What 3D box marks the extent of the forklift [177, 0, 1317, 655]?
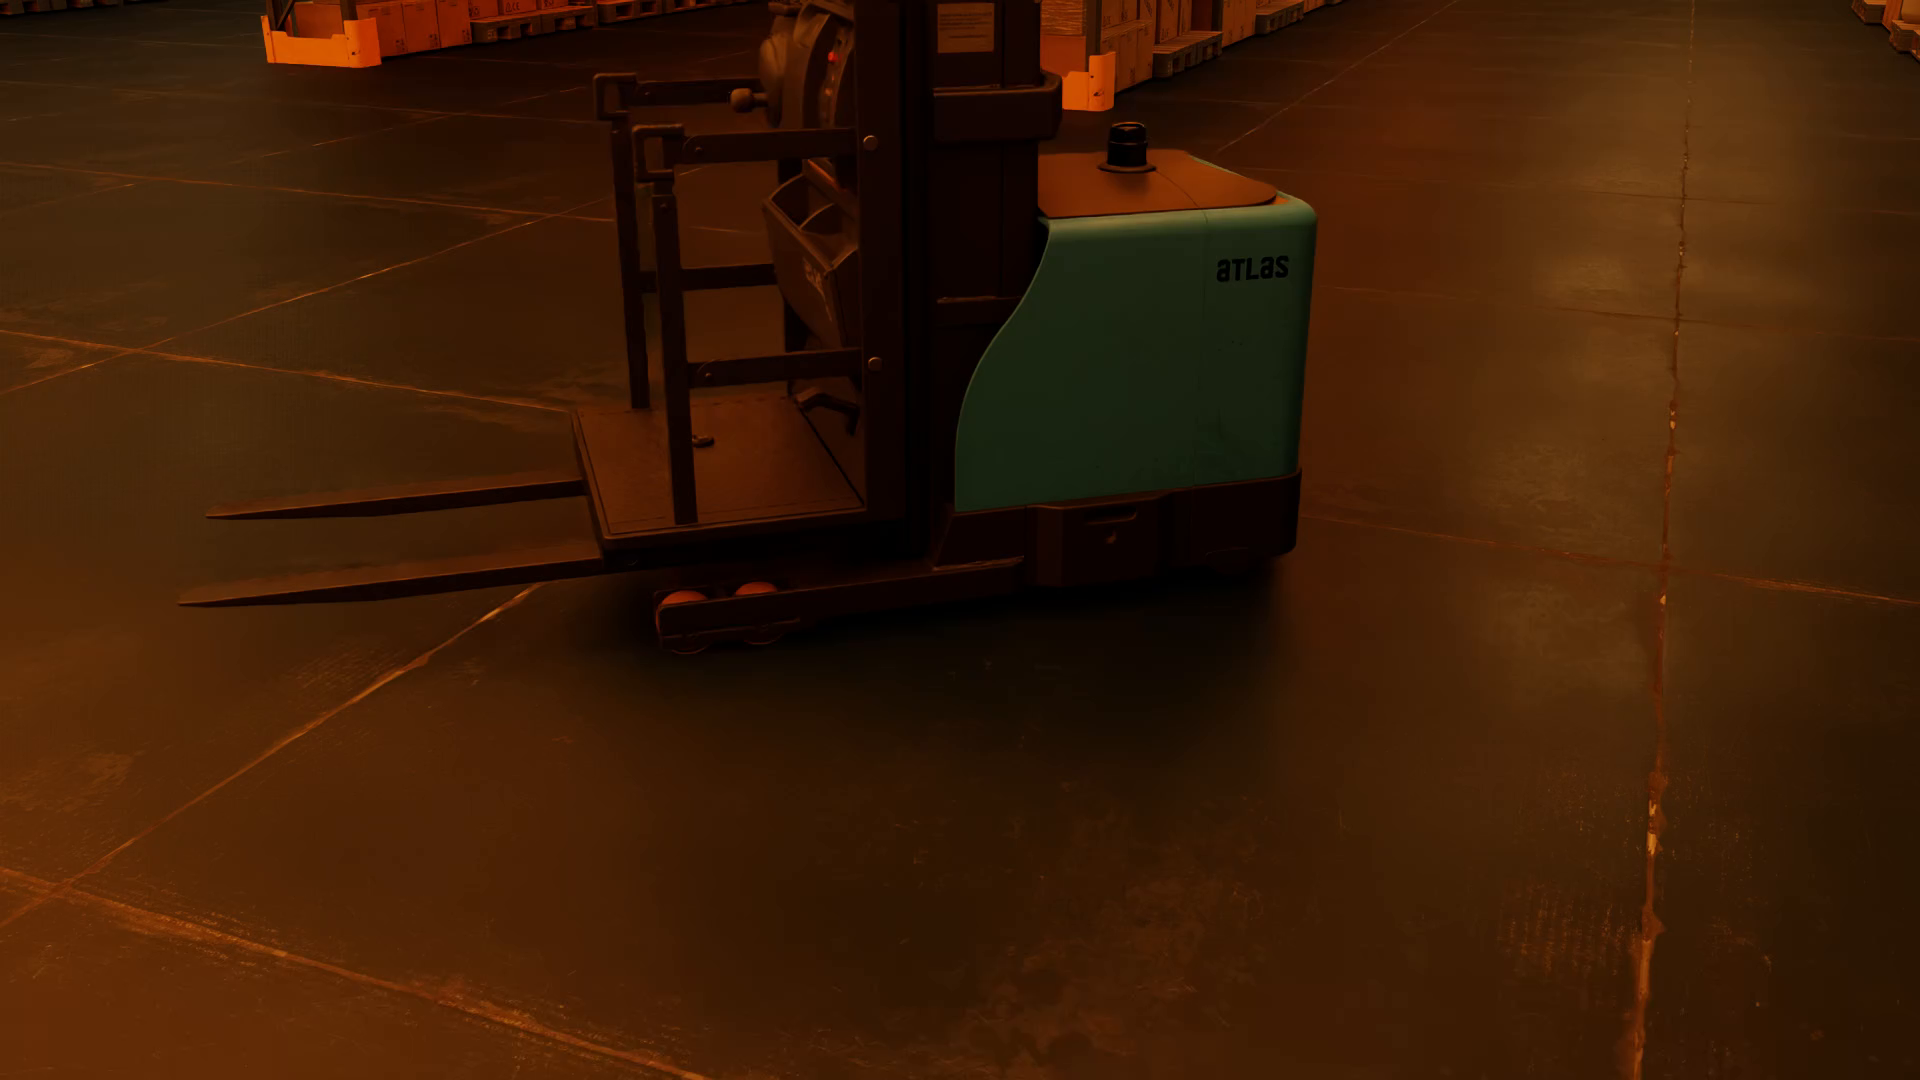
[{"bbox_3d":[-0.592,-1.278,4.349,3.031,2.935,1.130,-7,24,-15],"label":"forklift"}]
